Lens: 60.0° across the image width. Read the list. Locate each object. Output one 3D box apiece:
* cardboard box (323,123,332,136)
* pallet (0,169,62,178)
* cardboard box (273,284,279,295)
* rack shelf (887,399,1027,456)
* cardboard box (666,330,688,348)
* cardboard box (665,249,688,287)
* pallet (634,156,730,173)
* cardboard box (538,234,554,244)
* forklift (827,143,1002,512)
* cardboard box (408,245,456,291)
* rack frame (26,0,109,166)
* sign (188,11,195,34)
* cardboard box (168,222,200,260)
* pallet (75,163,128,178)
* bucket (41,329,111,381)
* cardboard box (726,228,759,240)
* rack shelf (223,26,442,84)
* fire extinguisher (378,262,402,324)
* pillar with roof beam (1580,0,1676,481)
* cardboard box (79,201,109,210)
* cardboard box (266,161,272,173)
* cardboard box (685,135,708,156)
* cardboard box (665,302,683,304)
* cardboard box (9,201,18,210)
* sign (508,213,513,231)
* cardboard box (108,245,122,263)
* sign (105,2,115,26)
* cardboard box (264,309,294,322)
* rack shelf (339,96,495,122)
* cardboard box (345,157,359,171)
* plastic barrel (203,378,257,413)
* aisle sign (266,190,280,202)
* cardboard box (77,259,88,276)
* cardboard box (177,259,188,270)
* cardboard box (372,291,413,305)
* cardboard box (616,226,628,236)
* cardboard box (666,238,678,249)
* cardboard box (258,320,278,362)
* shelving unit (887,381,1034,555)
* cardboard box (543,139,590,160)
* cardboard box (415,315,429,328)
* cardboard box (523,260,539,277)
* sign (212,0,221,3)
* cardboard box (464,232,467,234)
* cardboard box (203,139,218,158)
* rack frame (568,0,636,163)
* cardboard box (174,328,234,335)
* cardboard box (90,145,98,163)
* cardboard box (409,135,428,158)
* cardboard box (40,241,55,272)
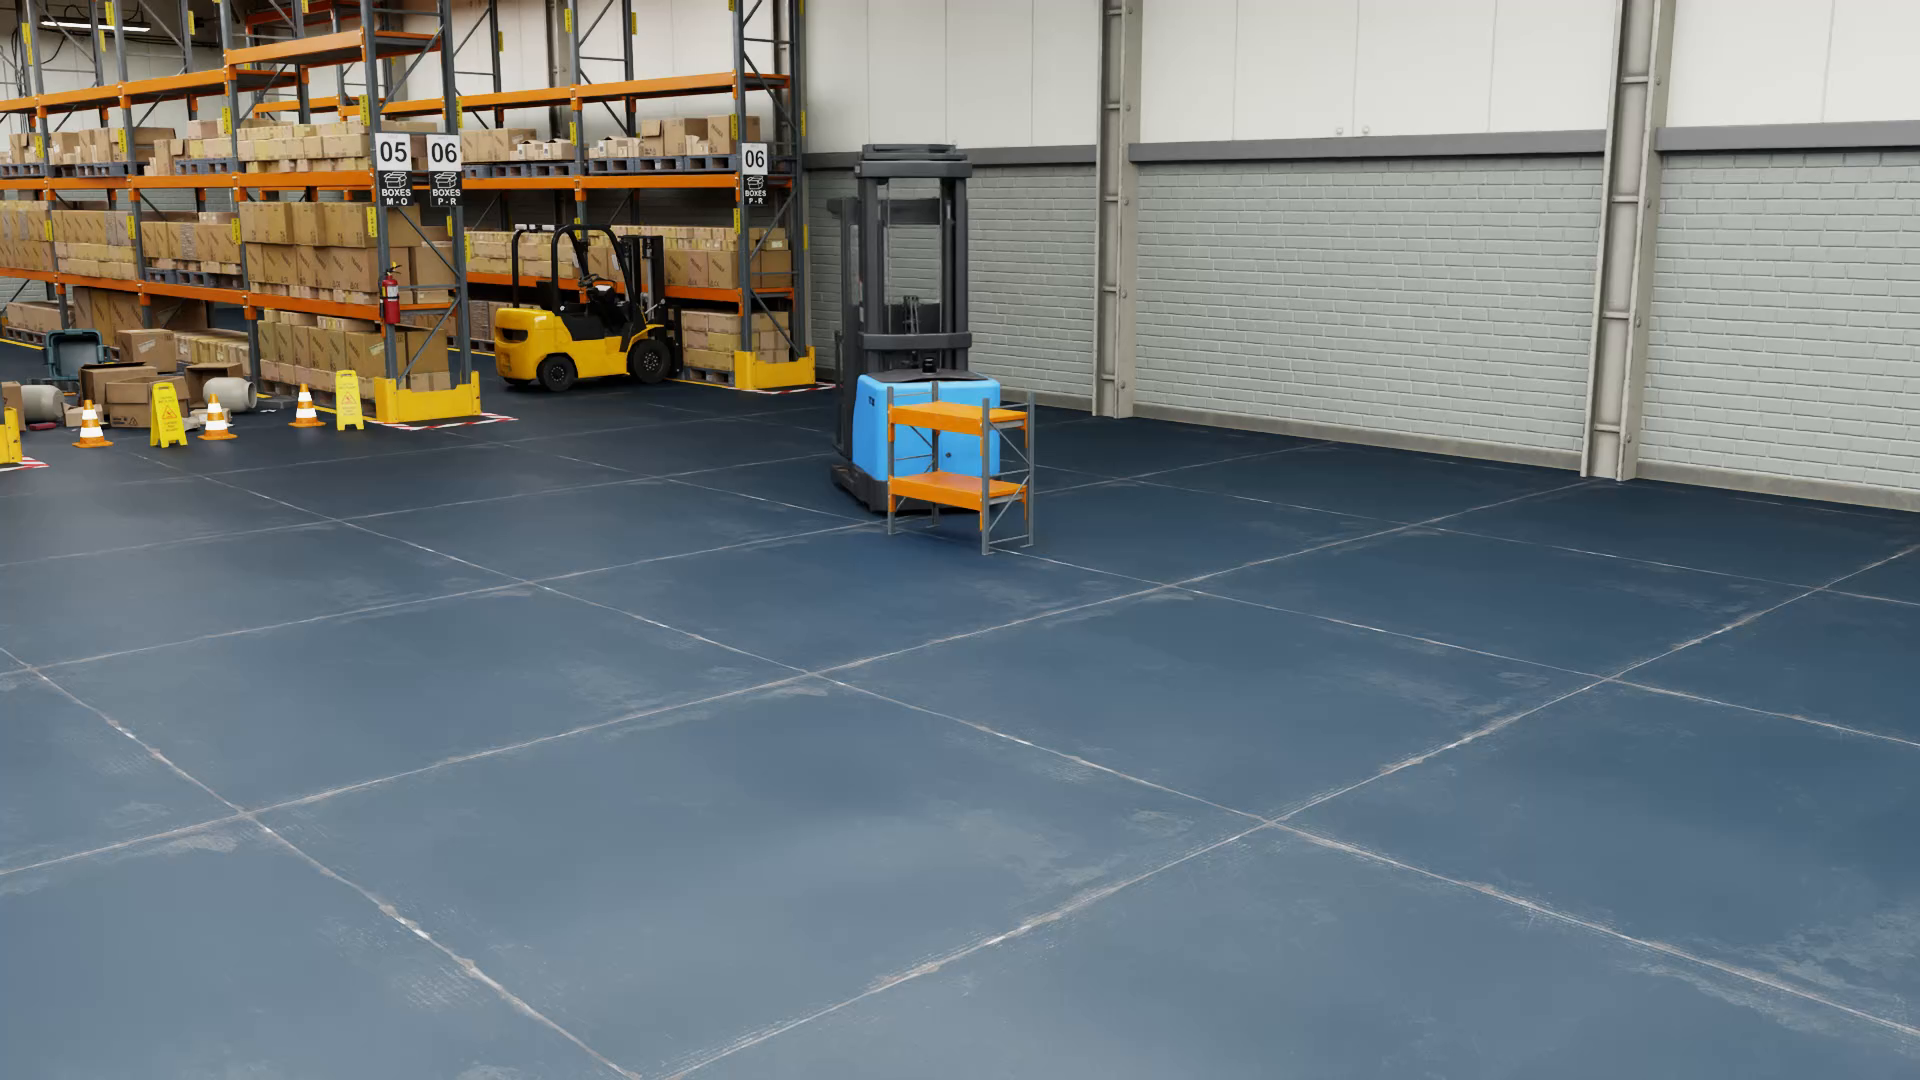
[{"bbox_3d":[-7.197,-4.785,19.415,0.380,0.149,0.250,-11,16,-43],"label":"cardboard box"},{"bbox_3d":[-16.638,-6.535,29.485,1.003,0.211,1.213,-11,16,-43],"label":"pallet"},{"bbox_3d":[-8.468,-3.187,21.071,0.380,0.149,0.250,-11,16,-43],"label":"cardboard box"},{"bbox_3d":[-0.005,-0.839,12.244,0.538,0.278,1.000,-11,16,-43],"label":"rack shelf"},{"bbox_3d":[-3.794,-2.852,23.356,0.500,0.250,0.500,-11,16,-44],"label":"cardboard box"},{"bbox_3d":[-3.757,-3.810,23.221,0.500,0.500,0.500,-11,16,-44],"label":"cardboard box"},{"bbox_3d":[-3.838,-5.284,23.413,1.003,0.211,1.213,-11,16,-43],"label":"pallet"},{"bbox_3d":[-6.280,-4.641,25.649,0.250,0.149,0.380,11,16,43],"label":"cardboard box"},{"bbox_3d":[-0.530,-1.913,14.431,1.130,2.935,3.031,-3,12,-14],"label":"forklift"},{"bbox_3d":[-6.235,-3.184,19.447,0.500,0.500,0.500,-11,16,-43],"label":"cardboard box"},{"bbox_3d":[-14.396,-7.571,26.859,1.000,3.000,0.127,-11,16,-43],"label":"rack frame"},{"bbox_3d":[-11.248,-7.561,24.297,0.100,0.325,0.005,-11,16,-43],"label":"sign"},{"bbox_3d":[-10.754,-4.200,23.337,0.500,0.500,0.500,-11,16,-42],"label":"cardboard box"},{"bbox_3d":[-12.891,-5.675,25.557,1.003,0.211,1.213,-10,15,-40],"label":"pallet"},{"bbox_3d":[-10.620,-2.203,20.017,0.726,0.611,0.620,-5,3,-23],"label":"bucket"},{"bbox_3d":[-2.921,-4.109,22.329,0.380,0.149,0.250,-11,16,-42],"label":"cardboard box"},{"bbox_3d":[-7.490,-5.758,19.848,1.077,0.370,4.000,-11,16,-43],"label":"rack shelf"},{"bbox_3d":[-6.363,-2.763,18.579,0.296,0.674,0.183,-11,16,-43],"label":"fire extinguisher"},{"bbox_3d":[2.823,-4.388,11.409,9.100,9.000,0.400,-11,16,-43],"label":"pillar with roof beam"},{"bbox_3d":[-14.426,-5.571,27.687,0.380,0.149,0.250,-11,16,-43],"label":"cardboard box"},{"bbox_3d":[-8.442,-4.665,20.809,0.380,0.149,0.250,-11,16,-43],"label":"cardboard box"},{"bbox_3d":[-3.488,-5.347,22.543,0.396,0.266,0.258,-11,16,-42],"label":"cardboard box"},{"bbox_3d":[-4.443,-3.389,24.725,0.500,0.250,0.500,-11,16,-43],"label":"cardboard box"},{"bbox_3d":[-16.073,-5.750,28.555,0.250,0.149,0.380,11,16,44],"label":"cardboard box"},{"bbox_3d":[-7.647,-5.386,28.251,0.100,0.325,0.005,-11,16,-43],"label":"sign"},{"bbox_3d":[-12.508,-4.330,25.127,0.500,0.250,0.500,11,16,44],"label":"cardboard box"},{"bbox_3d":[-12.032,-7.444,23.537,0.100,0.325,0.005,-11,16,-43],"label":"sign"},{"bbox_3d":[-8.616,-2.859,21.161,0.380,0.149,0.250,-11,16,-42],"label":"cardboard box"},{"bbox_3d":[-9.427,-7.423,28.915,1.077,0.370,4.000,-11,16,-43],"label":"rack shelf"},{"bbox_3d":[-6.753,-4.272,18.904,0.380,0.149,0.250,-11,16,-42],"label":"cardboard box"},{"bbox_3d":[-8.630,-1.710,19.663,0.512,0.421,0.421,-1,12,-4],"label":"plastic barrel"},{"bbox_3d":[-13.830,-7.151,33.245,0.394,0.787,0.004,-11,16,-43],"label":"aisle sign"},{"bbox_3d":[-13.582,-4.306,26.250,0.500,0.250,0.500,-11,16,-43],"label":"cardboard box"},{"bbox_3d":[-10.819,-3.899,23.483,0.380,0.149,0.250,-10,15,-39],"label":"cardboard box"},{"bbox_3d":[-6.522,-2.783,19.109,0.380,0.149,0.250,-10,15,-41],"label":"cardboard box"},{"bbox_3d":[-4.746,-4.468,24.074,0.380,0.149,0.250,-10,16,-41],"label":"cardboard box"},{"bbox_3d":[-3.867,-4.136,23.196,0.380,0.149,0.250,-11,16,-42],"label":"cardboard box"},{"bbox_3d":[-8.659,-2.568,21.356,0.500,0.500,0.500,-10,15,-40],"label":"cardboard box"},{"bbox_3d":[-0.005,-0.552,12.303,0.538,1.125,1.048,-11,16,-43],"label":"shelving unit"},{"bbox_3d":[-5.960,-5.909,25.159,0.500,0.311,0.500,11,16,43],"label":"cardboard box"},{"bbox_3d":[-9.195,-3.905,29.085,0.500,0.500,0.500,-10,15,-40],"label":"cardboard box"},{"bbox_3d":[-6.493,-4.270,26.077,0.500,0.250,0.500,-11,16,-42],"label":"cardboard box"},{"bbox_3d":[-9.269,-6.860,20.702,0.100,0.325,0.005,-11,16,-43],"label":"sign"},{"bbox_3d":[-8.039,-5.020,27.490,0.380,0.149,0.250,-10,15,-41],"label":"cardboard box"},{"bbox_3d":[-9.725,-5.206,22.145,0.500,0.250,0.500,-11,16,-42],"label":"cardboard box"},{"bbox_3d":[-5.284,-7.096,24.552,1.000,3.000,0.127,-11,16,-43],"label":"rack frame"},{"bbox_3d":[-11.251,-2.884,24.446,0.625,0.372,0.950,10,16,41],"label":"cardboard box"},{"bbox_3d":[-12.838,-5.810,25.038,0.258,0.266,0.396,11,16,44],"label":"cardboard box"},{"bbox_3d":[-6.263,-4.533,19.182,0.500,0.250,0.500,-11,16,-44],"label":"cardboard box"},{"bbox_3d":[-14.901,-4.714,27.610,0.500,0.500,0.500,-11,16,-42],"label":"cardboard box"}]
